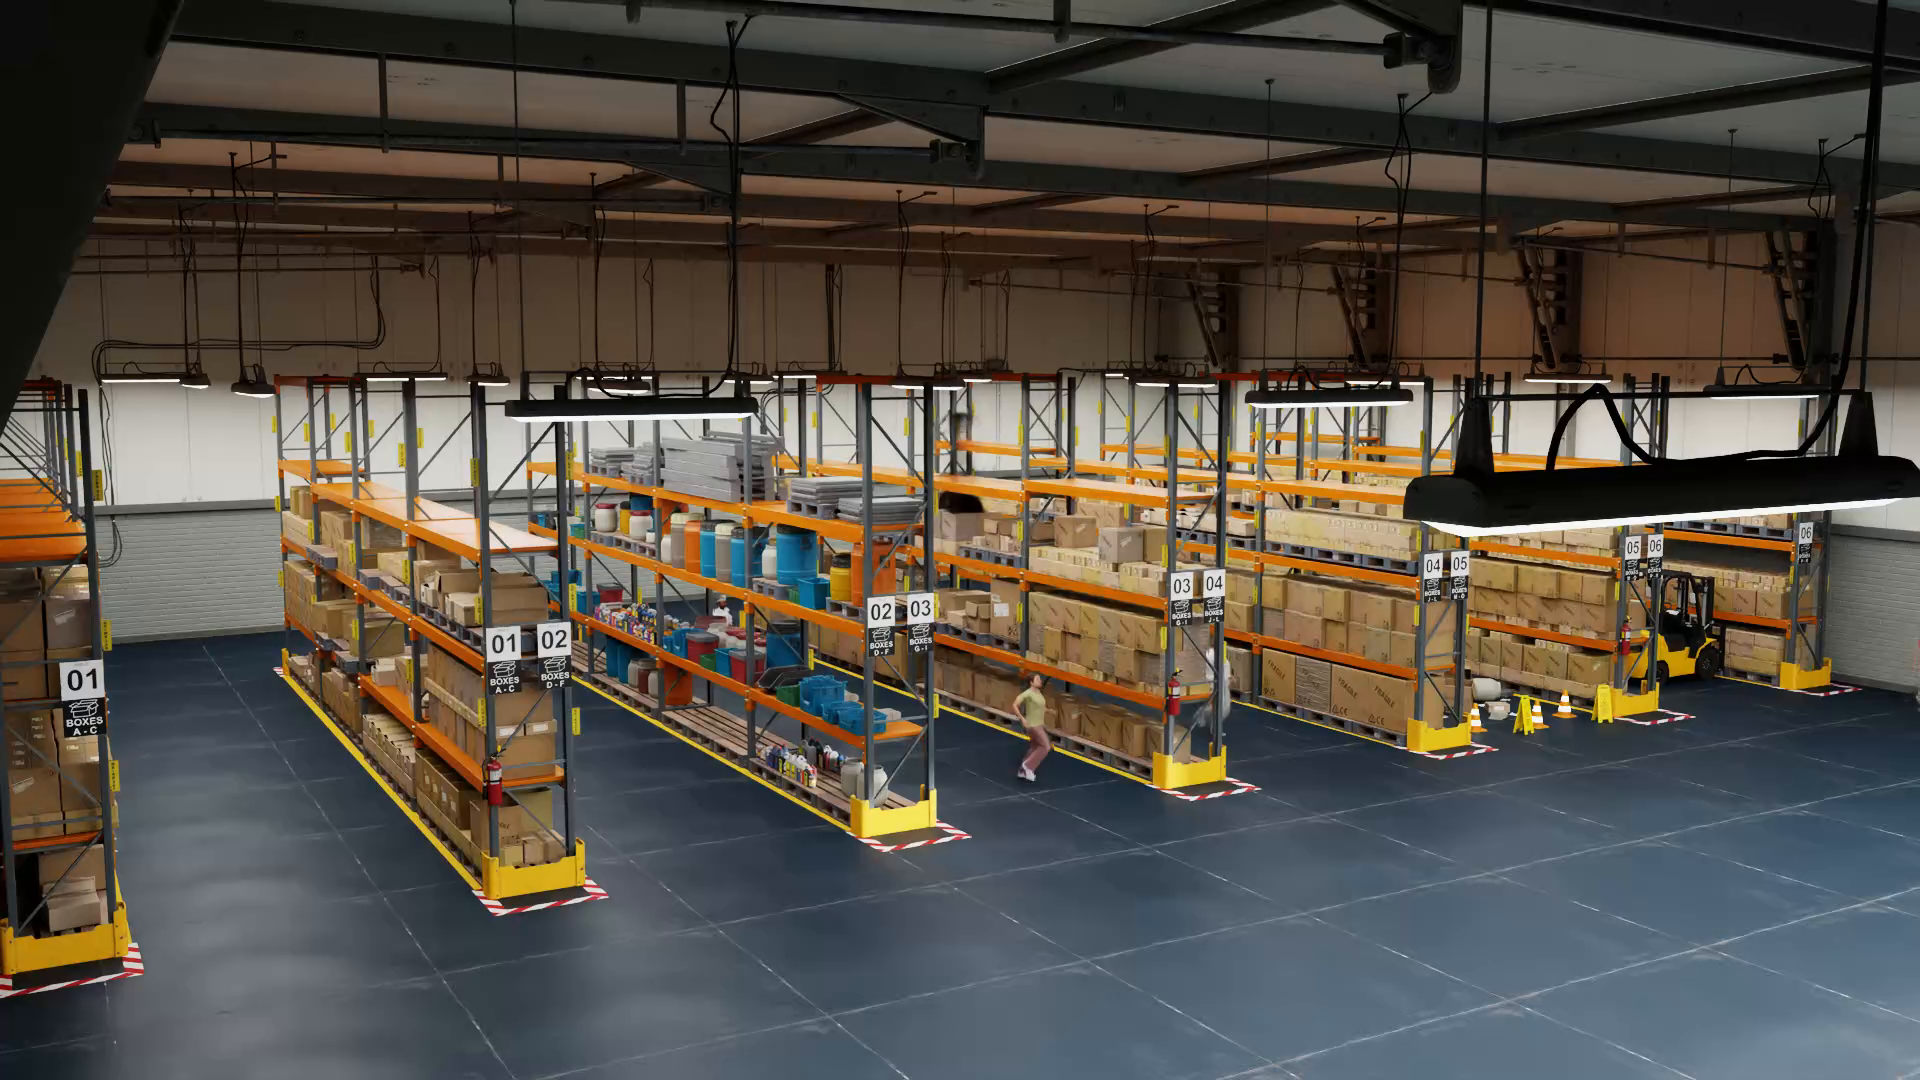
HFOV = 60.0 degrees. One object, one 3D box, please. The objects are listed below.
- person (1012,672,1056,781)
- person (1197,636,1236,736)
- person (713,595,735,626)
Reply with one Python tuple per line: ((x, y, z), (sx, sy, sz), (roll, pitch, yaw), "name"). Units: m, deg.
((1.132, 2.783, 24.846), (0.620, 1.634, 0.558), (3, 7, 26), "person")
((4.325, 2.426, 27.947), (0.677, 1.732, 0.604), (-6, 8, -42), "person")
((-4.671, 1.927, 32.584), (0.553, 1.756, 0.778), (-5, 8, -40), "person")
